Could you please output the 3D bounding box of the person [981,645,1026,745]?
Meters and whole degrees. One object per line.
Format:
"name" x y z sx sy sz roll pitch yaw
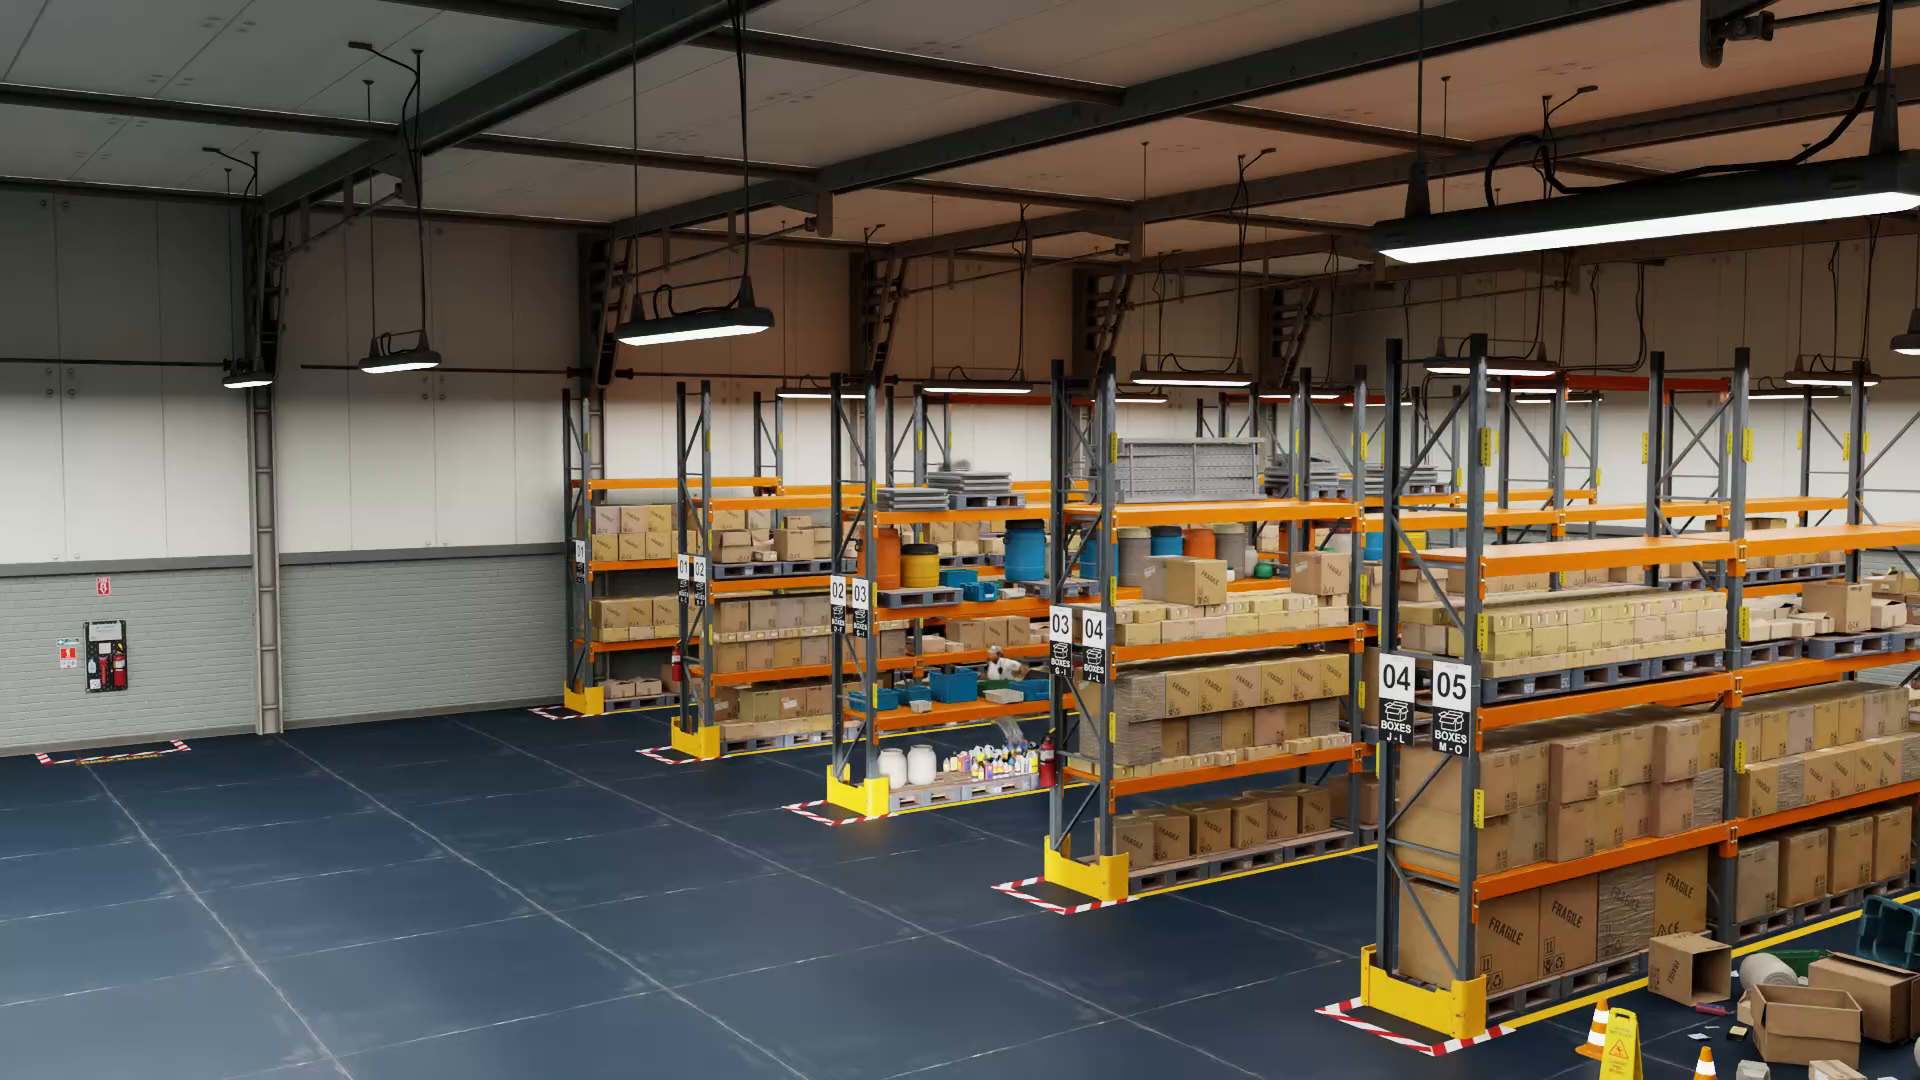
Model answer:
"person" 0.683 2.444 26.007 0.782 1.619 0.590 -2 4 -31

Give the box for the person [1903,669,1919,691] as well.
"person" 13.999 2.756 24.246 0.976 1.792 0.658 -3 4 -35
